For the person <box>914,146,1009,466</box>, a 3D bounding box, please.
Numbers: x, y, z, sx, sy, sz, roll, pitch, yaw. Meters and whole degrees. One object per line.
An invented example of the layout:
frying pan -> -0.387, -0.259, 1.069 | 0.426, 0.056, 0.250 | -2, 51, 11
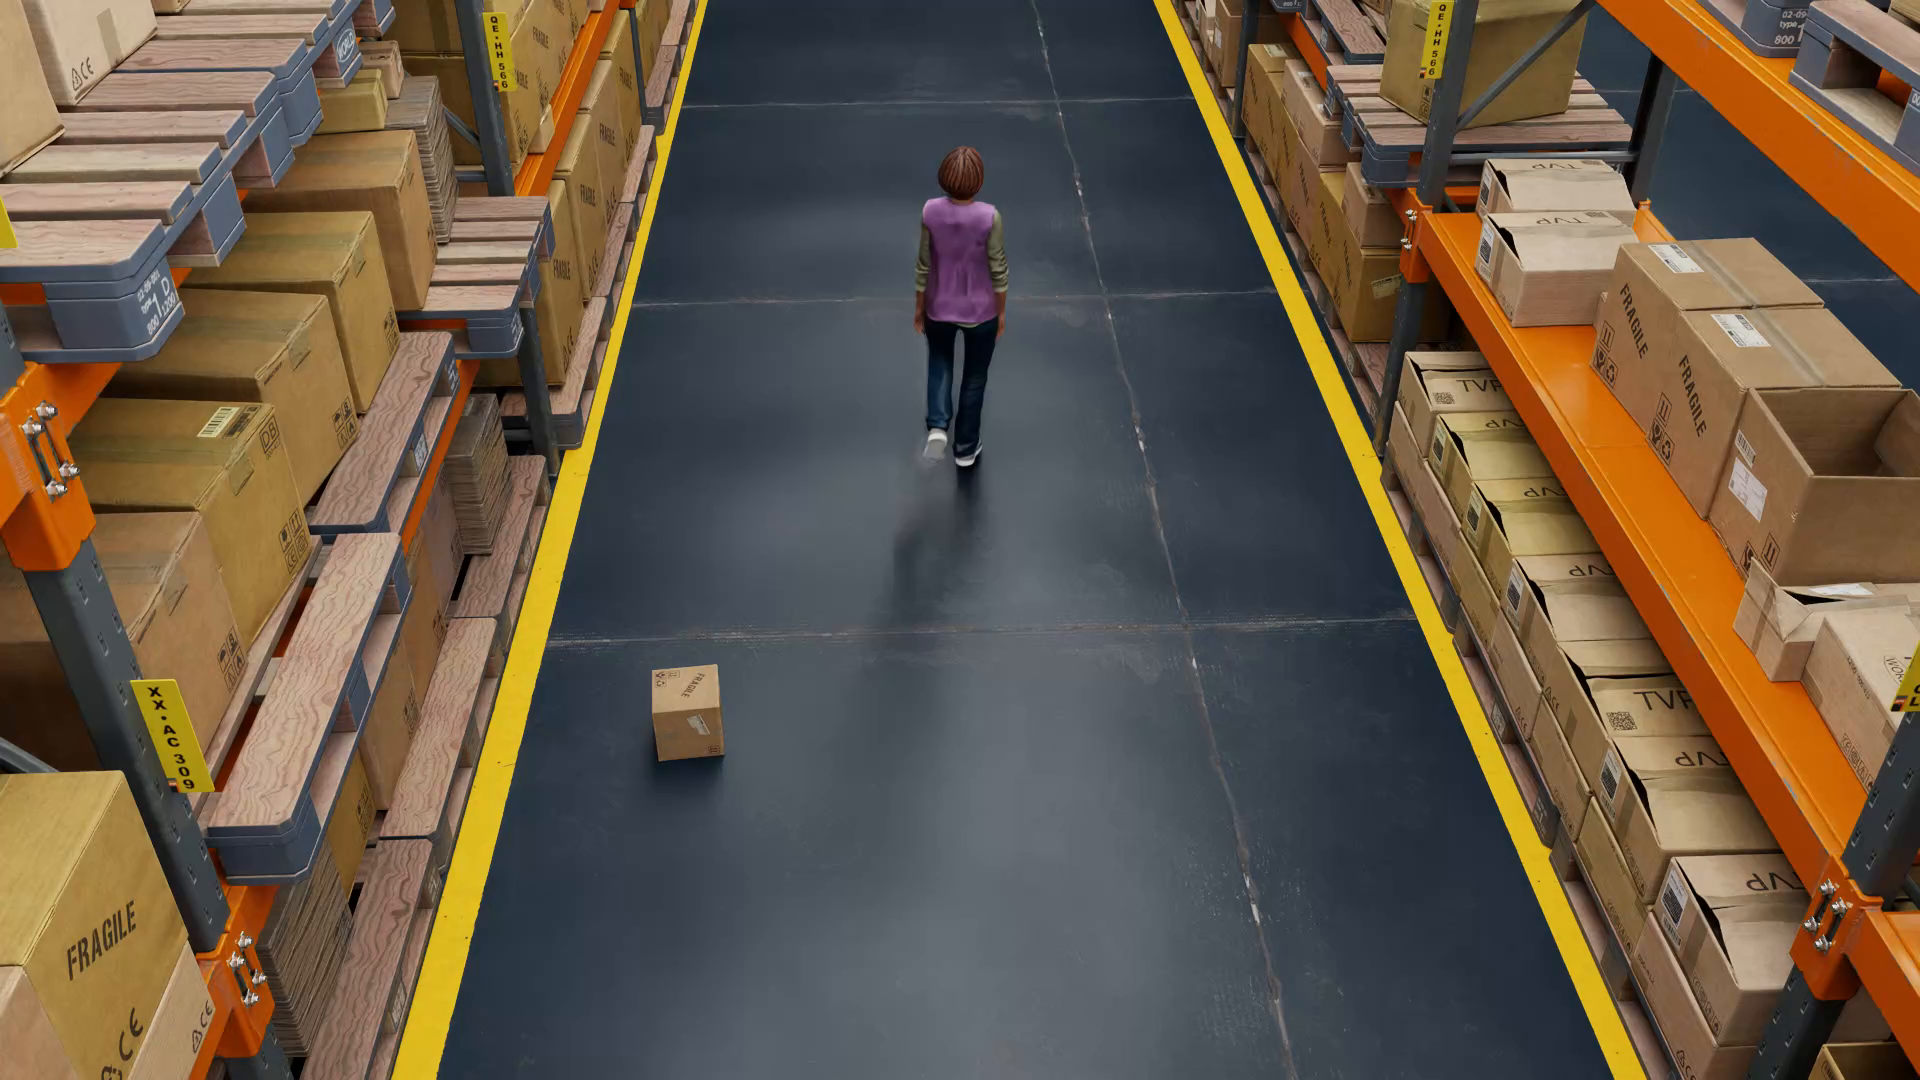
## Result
person -> 0.003, -1.027, 7.535 | 0.435, 1.594, 0.442 | 7, 36, 10
